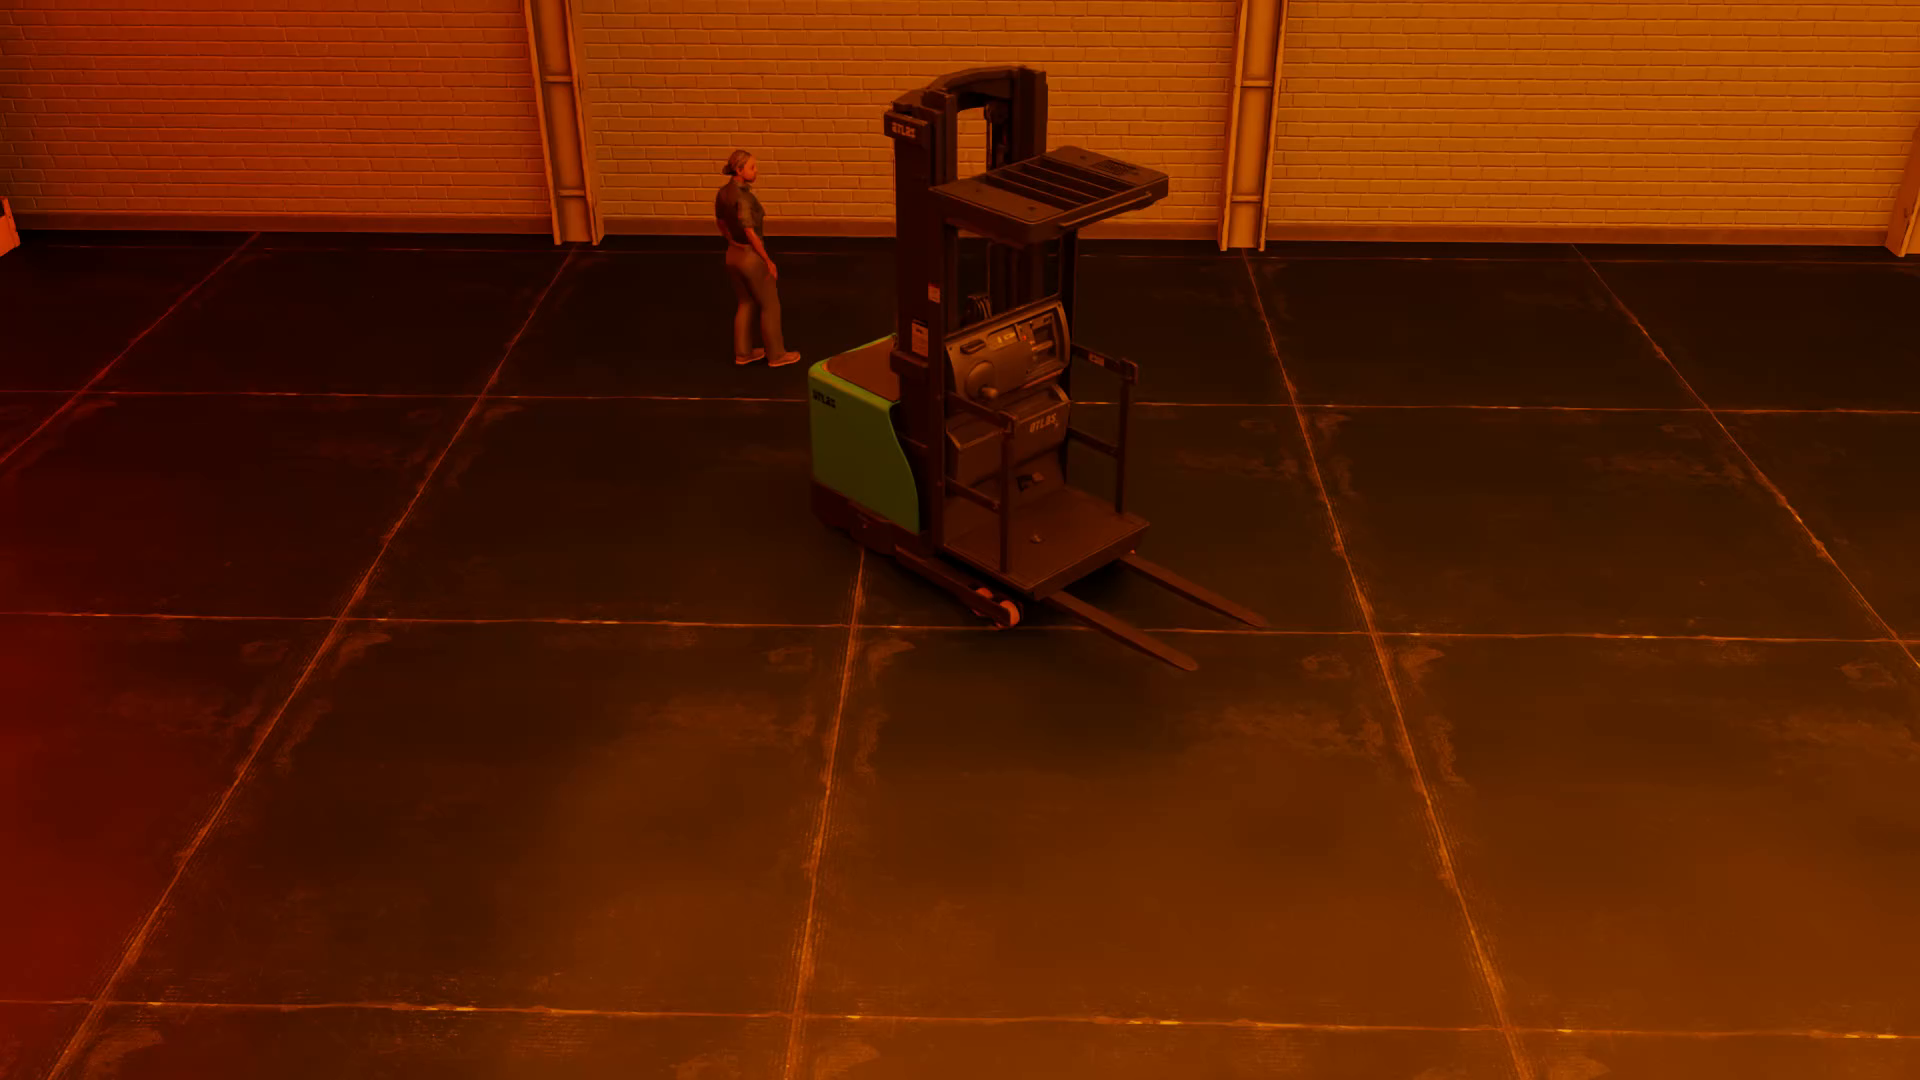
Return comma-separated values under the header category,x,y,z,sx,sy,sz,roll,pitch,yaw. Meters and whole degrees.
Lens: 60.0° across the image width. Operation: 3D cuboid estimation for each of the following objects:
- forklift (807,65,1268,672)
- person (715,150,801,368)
category,x,y,z,sx,sy,sz,roll,pitch,yaw
forklift,0.429,-1.041,9.380,1.130,2.935,3.031,-26,39,-37
person,-1.515,-2.106,12.448,0.472,1.654,0.631,-23,37,-33
